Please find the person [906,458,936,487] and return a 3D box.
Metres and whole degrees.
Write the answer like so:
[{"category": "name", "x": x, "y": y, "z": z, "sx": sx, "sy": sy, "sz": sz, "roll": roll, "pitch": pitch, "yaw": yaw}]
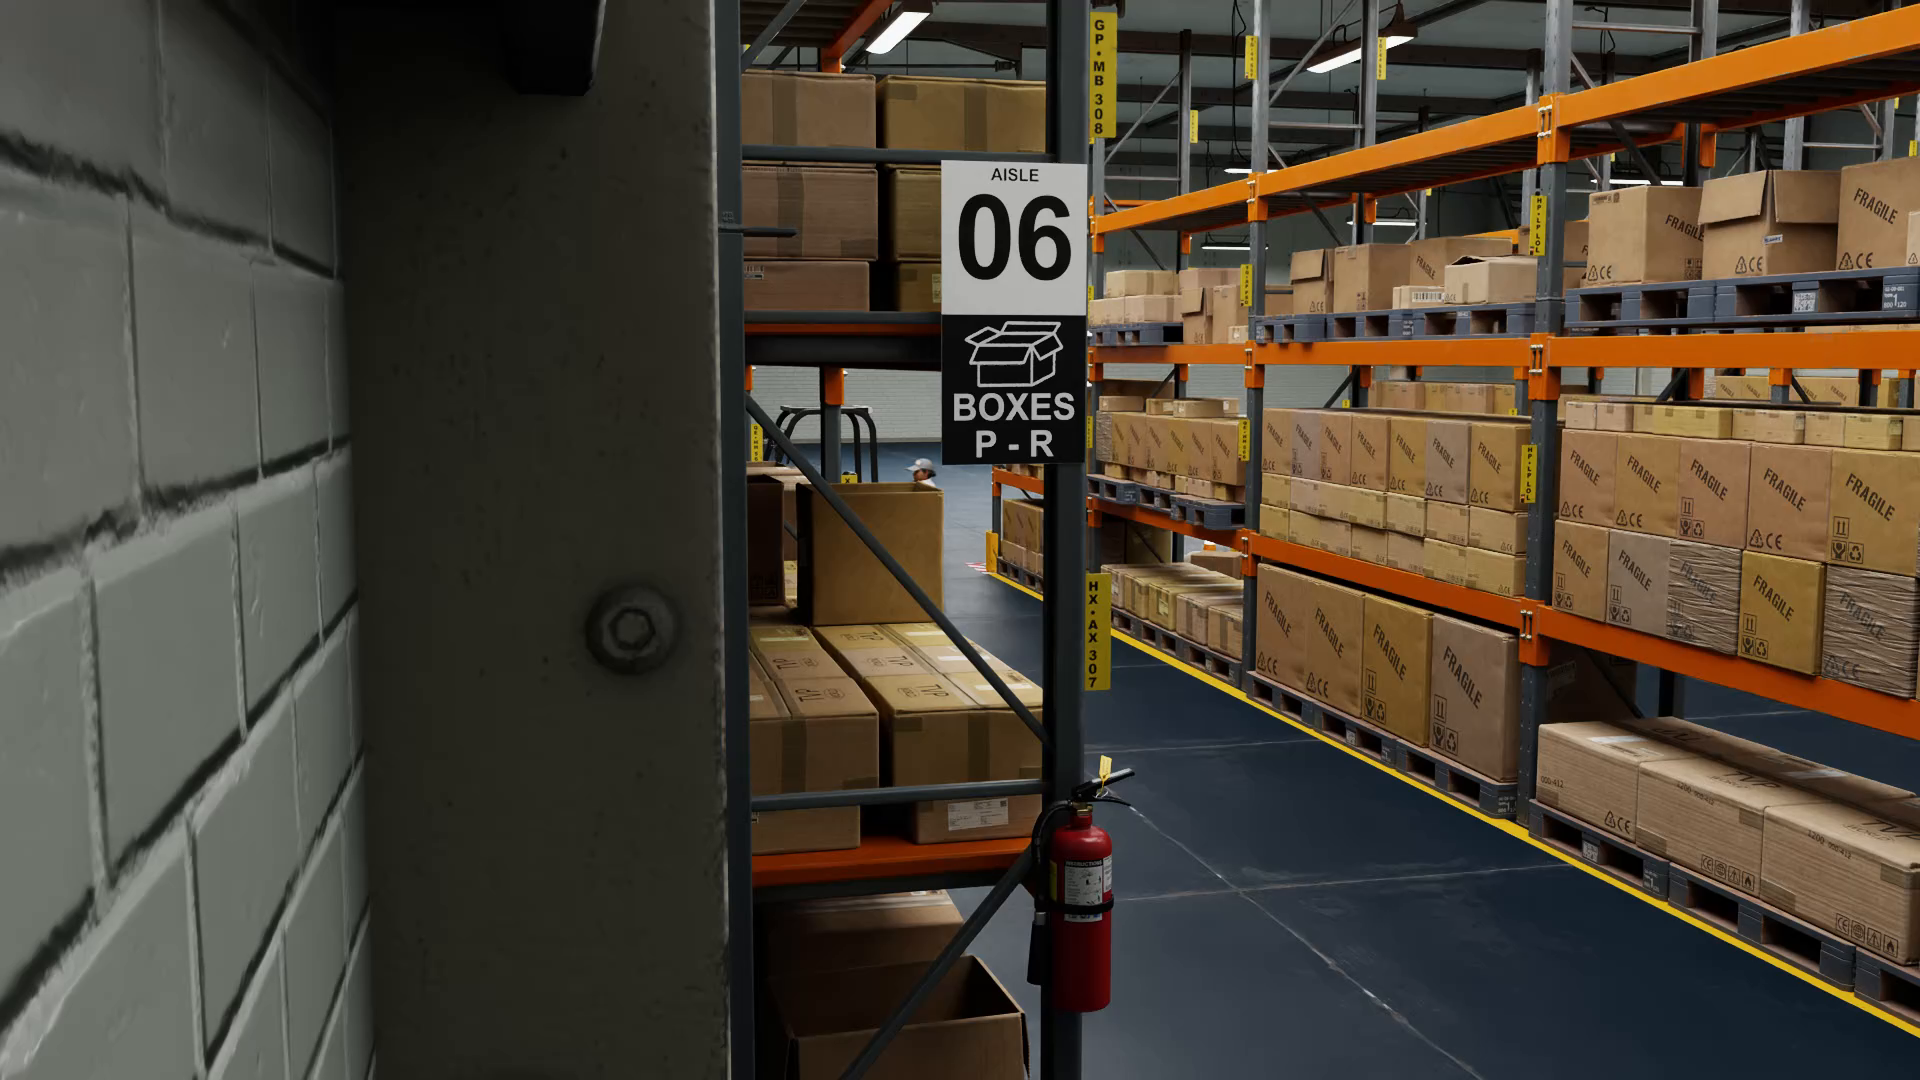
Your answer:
[{"category": "person", "x": -0.401, "y": -0.021, "z": 17.335, "sx": 0.392, "sy": 1.661, "sz": 0.466, "roll": -1, "pitch": 6, "yaw": -12}]
